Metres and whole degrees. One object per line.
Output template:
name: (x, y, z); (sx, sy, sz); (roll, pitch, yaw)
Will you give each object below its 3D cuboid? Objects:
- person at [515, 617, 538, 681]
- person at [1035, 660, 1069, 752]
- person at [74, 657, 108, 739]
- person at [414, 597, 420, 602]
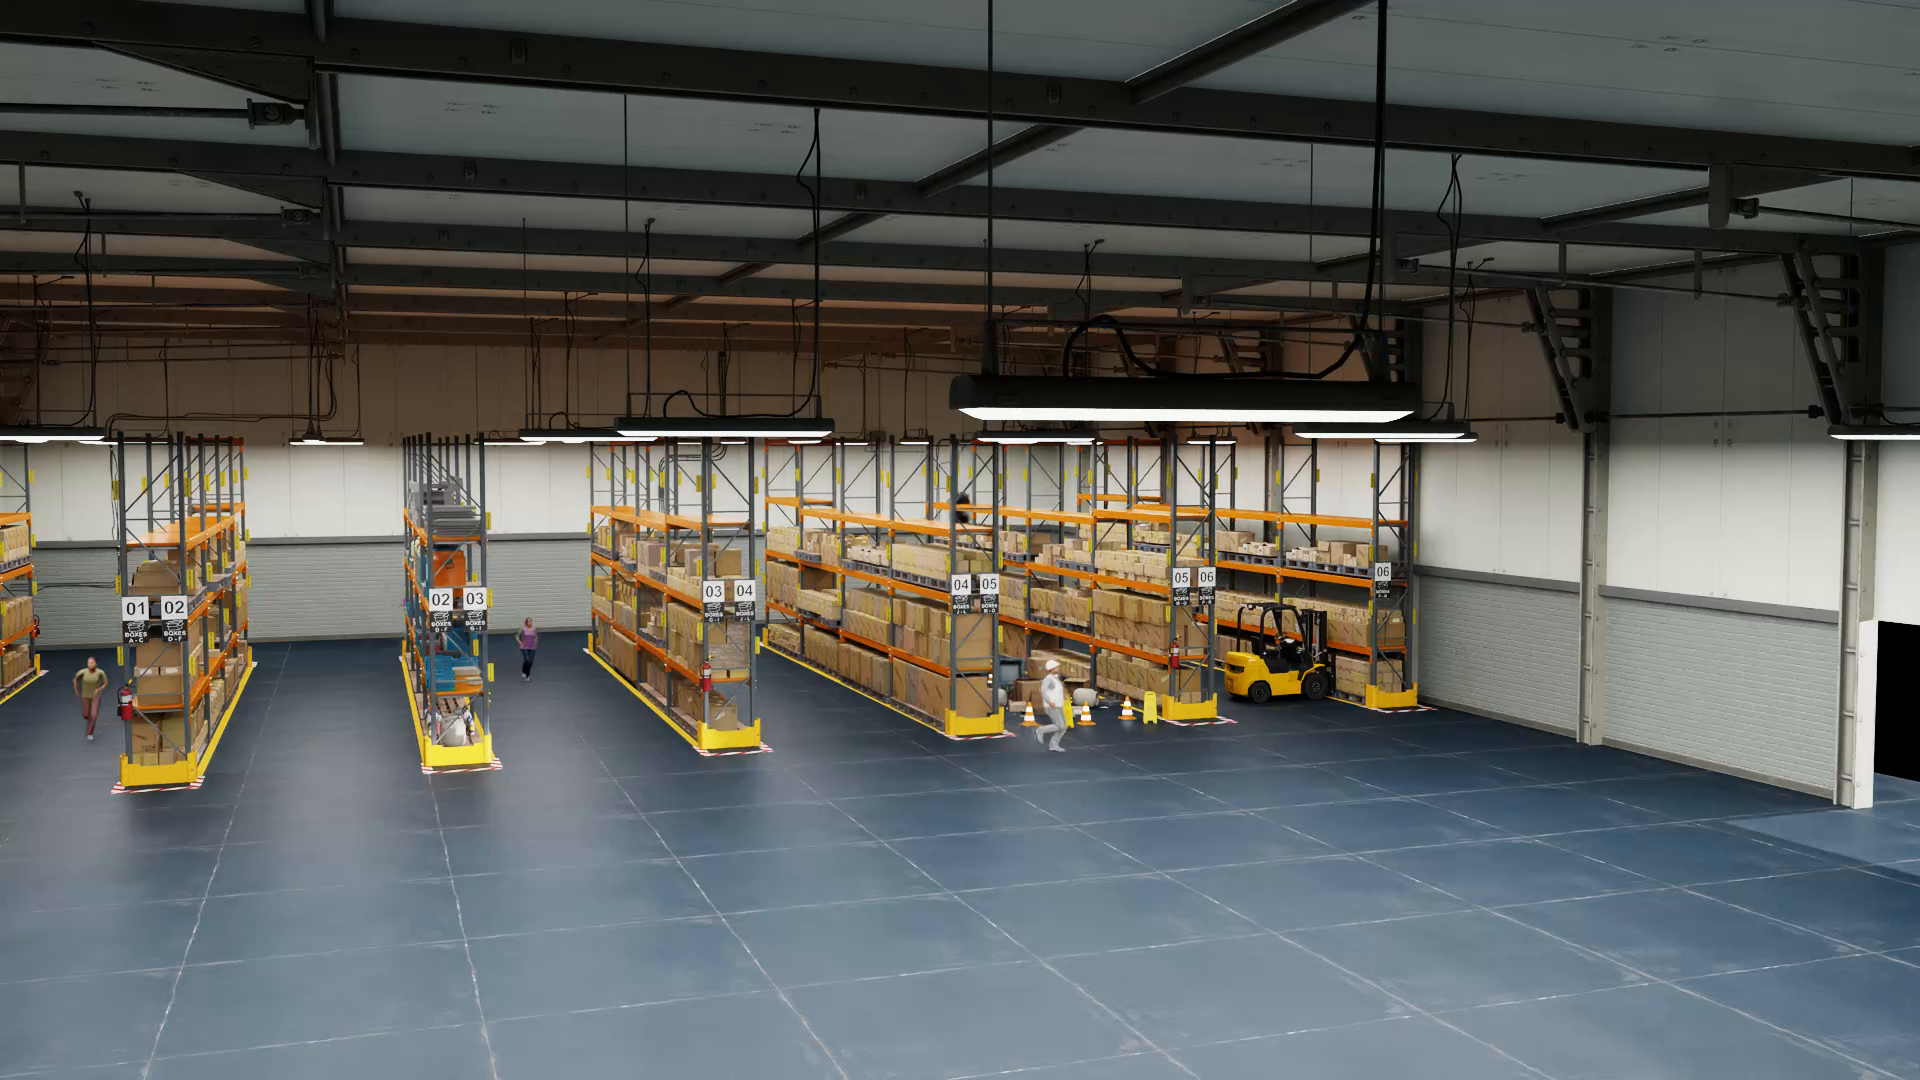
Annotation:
person: (-10.563, 2.673, 40.684); (0.513, 1.559, 0.601); (-2, 4, -33)
person: (1.738, 3.128, 31.384); (0.585, 1.732, 0.697); (1, 3, 21)
person: (-17.149, 3.113, 32.824); (0.617, 1.621, 0.649); (-1, 3, -21)
person: (-15.442, 2.165, 47.831); (0.944, 1.780, 0.693); (0, 3, -3)
